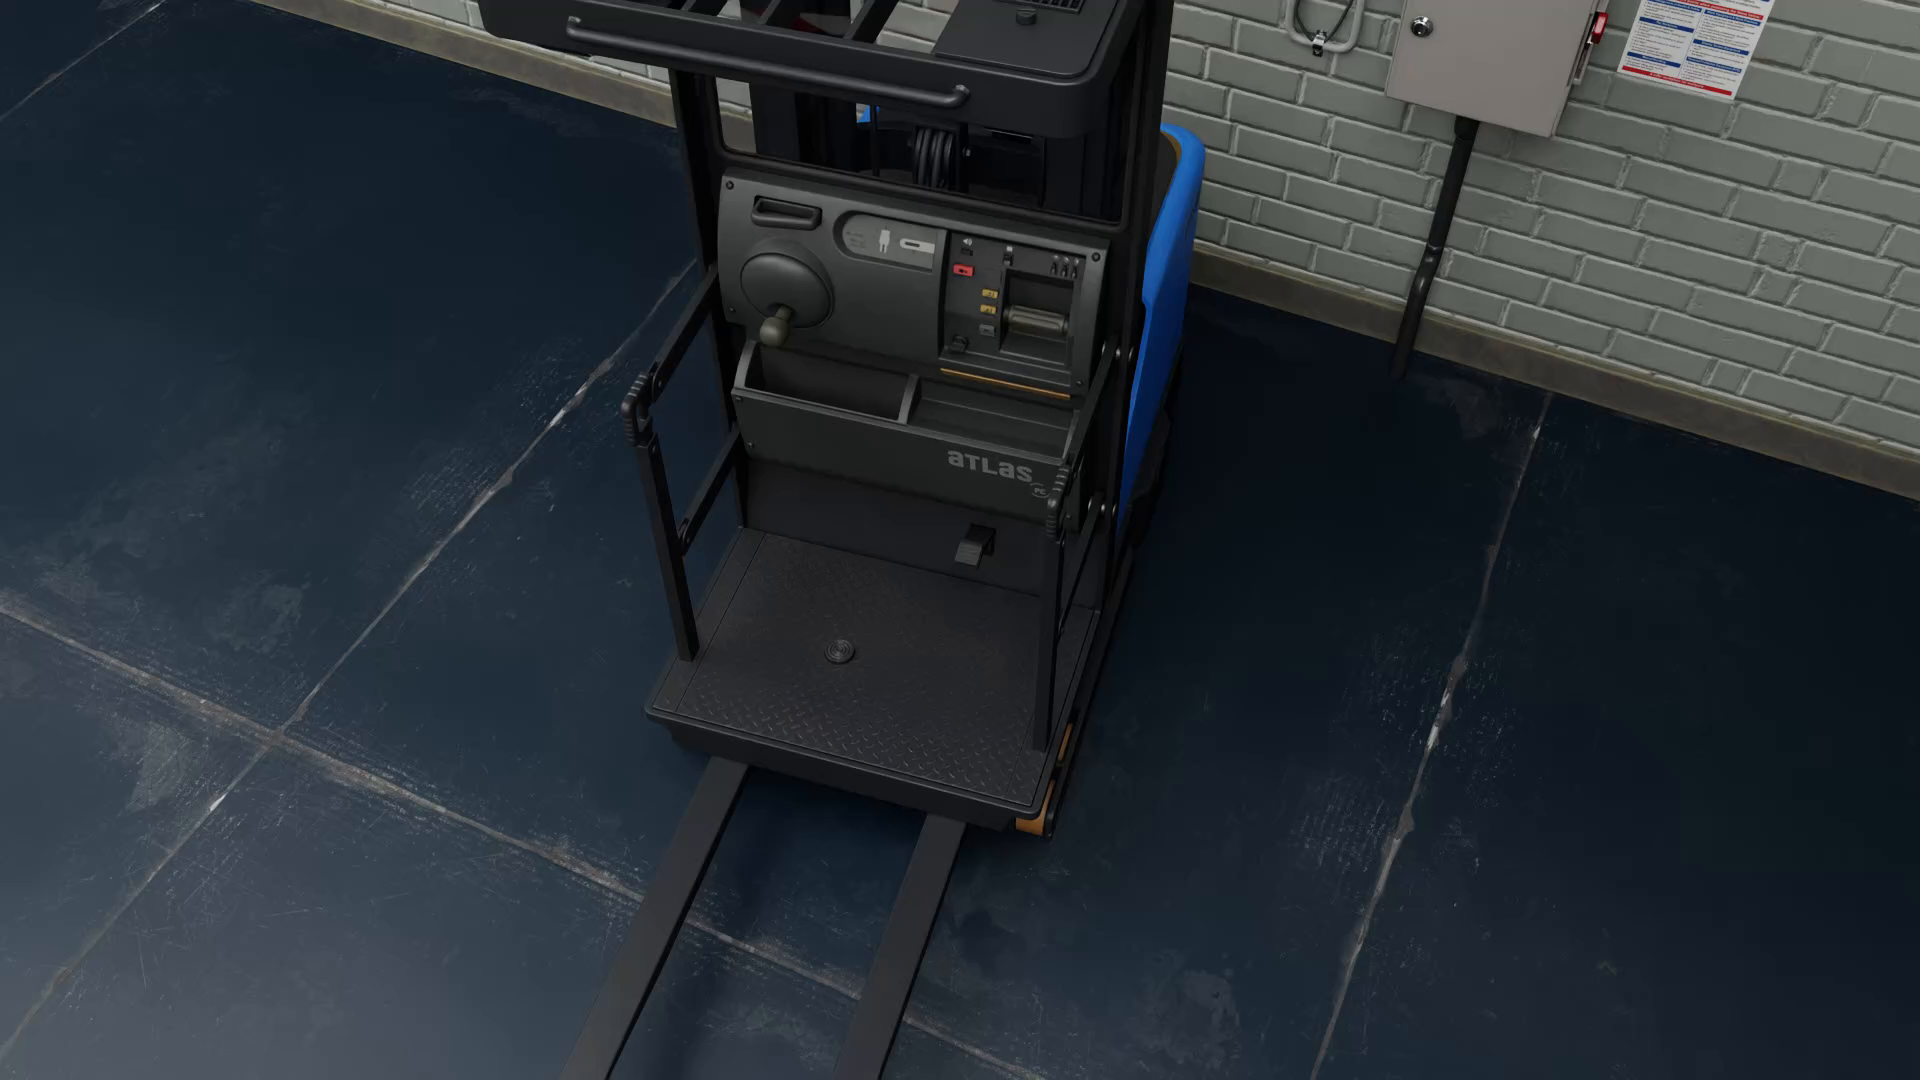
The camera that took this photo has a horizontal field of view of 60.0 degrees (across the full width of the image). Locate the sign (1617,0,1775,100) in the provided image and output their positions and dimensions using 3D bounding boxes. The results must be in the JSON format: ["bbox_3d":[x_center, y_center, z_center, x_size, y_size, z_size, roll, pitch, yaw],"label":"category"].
[{"bbox_3d":[2.052,-1.465,4.589,0.329,0.494,0.001,20,52,16],"label":"sign"}]

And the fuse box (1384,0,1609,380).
[{"bbox_3d":[1.517,-1.096,5.059,0.539,1.711,0.414,20,52,16],"label":"fuse box"}]

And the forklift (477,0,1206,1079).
[{"bbox_3d":[-0.184,-0.491,3.744,1.130,2.935,3.031,13,51,11],"label":"forklift"}]

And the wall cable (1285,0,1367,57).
[{"bbox_3d":[0.967,-2.173,4.463,0.588,1.984,0.122,20,52,16],"label":"wall cable"}]
